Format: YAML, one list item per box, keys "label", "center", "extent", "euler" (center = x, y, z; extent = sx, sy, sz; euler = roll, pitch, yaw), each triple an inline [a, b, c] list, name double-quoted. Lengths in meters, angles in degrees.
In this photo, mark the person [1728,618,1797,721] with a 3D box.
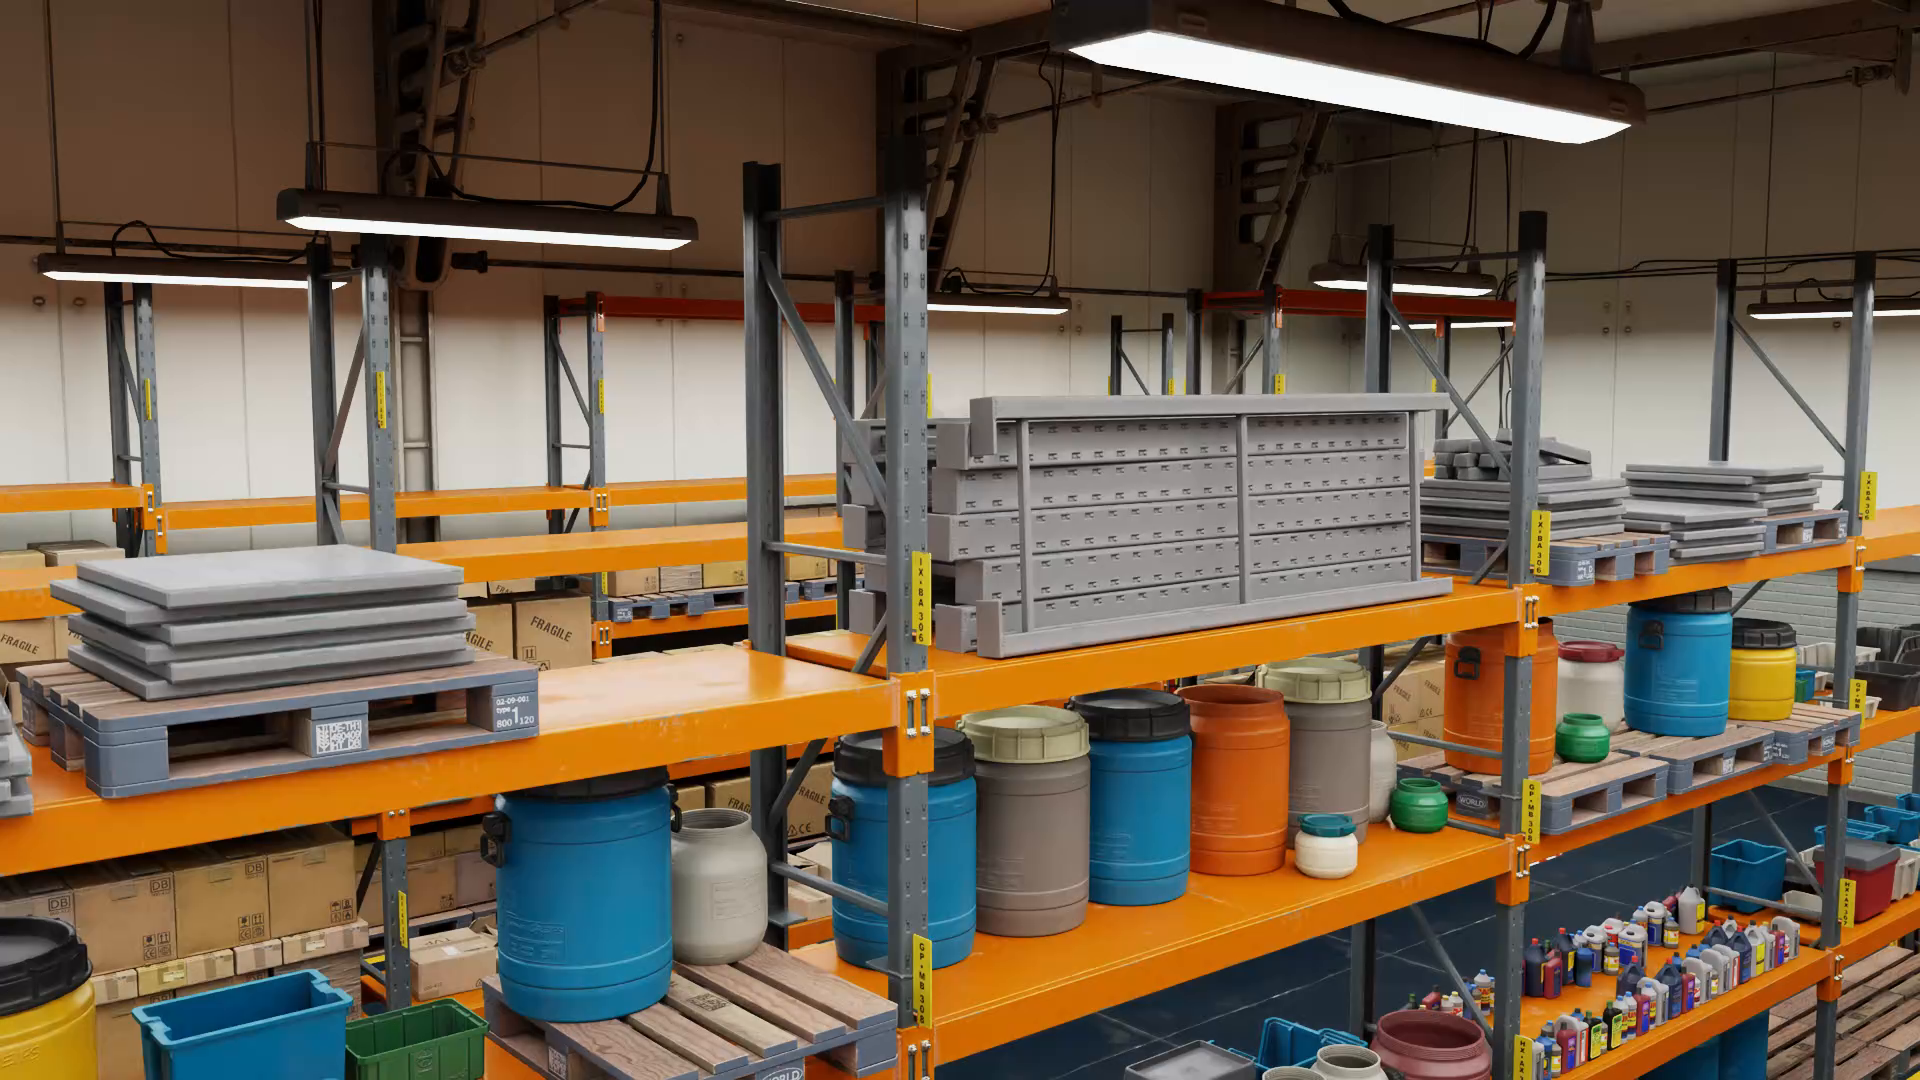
- label: "person"
  center: [12.459, 2.329, 6.559]
  extent: [5.049, 2.770, 17.191]
  euler: [-5, 8, -44]
